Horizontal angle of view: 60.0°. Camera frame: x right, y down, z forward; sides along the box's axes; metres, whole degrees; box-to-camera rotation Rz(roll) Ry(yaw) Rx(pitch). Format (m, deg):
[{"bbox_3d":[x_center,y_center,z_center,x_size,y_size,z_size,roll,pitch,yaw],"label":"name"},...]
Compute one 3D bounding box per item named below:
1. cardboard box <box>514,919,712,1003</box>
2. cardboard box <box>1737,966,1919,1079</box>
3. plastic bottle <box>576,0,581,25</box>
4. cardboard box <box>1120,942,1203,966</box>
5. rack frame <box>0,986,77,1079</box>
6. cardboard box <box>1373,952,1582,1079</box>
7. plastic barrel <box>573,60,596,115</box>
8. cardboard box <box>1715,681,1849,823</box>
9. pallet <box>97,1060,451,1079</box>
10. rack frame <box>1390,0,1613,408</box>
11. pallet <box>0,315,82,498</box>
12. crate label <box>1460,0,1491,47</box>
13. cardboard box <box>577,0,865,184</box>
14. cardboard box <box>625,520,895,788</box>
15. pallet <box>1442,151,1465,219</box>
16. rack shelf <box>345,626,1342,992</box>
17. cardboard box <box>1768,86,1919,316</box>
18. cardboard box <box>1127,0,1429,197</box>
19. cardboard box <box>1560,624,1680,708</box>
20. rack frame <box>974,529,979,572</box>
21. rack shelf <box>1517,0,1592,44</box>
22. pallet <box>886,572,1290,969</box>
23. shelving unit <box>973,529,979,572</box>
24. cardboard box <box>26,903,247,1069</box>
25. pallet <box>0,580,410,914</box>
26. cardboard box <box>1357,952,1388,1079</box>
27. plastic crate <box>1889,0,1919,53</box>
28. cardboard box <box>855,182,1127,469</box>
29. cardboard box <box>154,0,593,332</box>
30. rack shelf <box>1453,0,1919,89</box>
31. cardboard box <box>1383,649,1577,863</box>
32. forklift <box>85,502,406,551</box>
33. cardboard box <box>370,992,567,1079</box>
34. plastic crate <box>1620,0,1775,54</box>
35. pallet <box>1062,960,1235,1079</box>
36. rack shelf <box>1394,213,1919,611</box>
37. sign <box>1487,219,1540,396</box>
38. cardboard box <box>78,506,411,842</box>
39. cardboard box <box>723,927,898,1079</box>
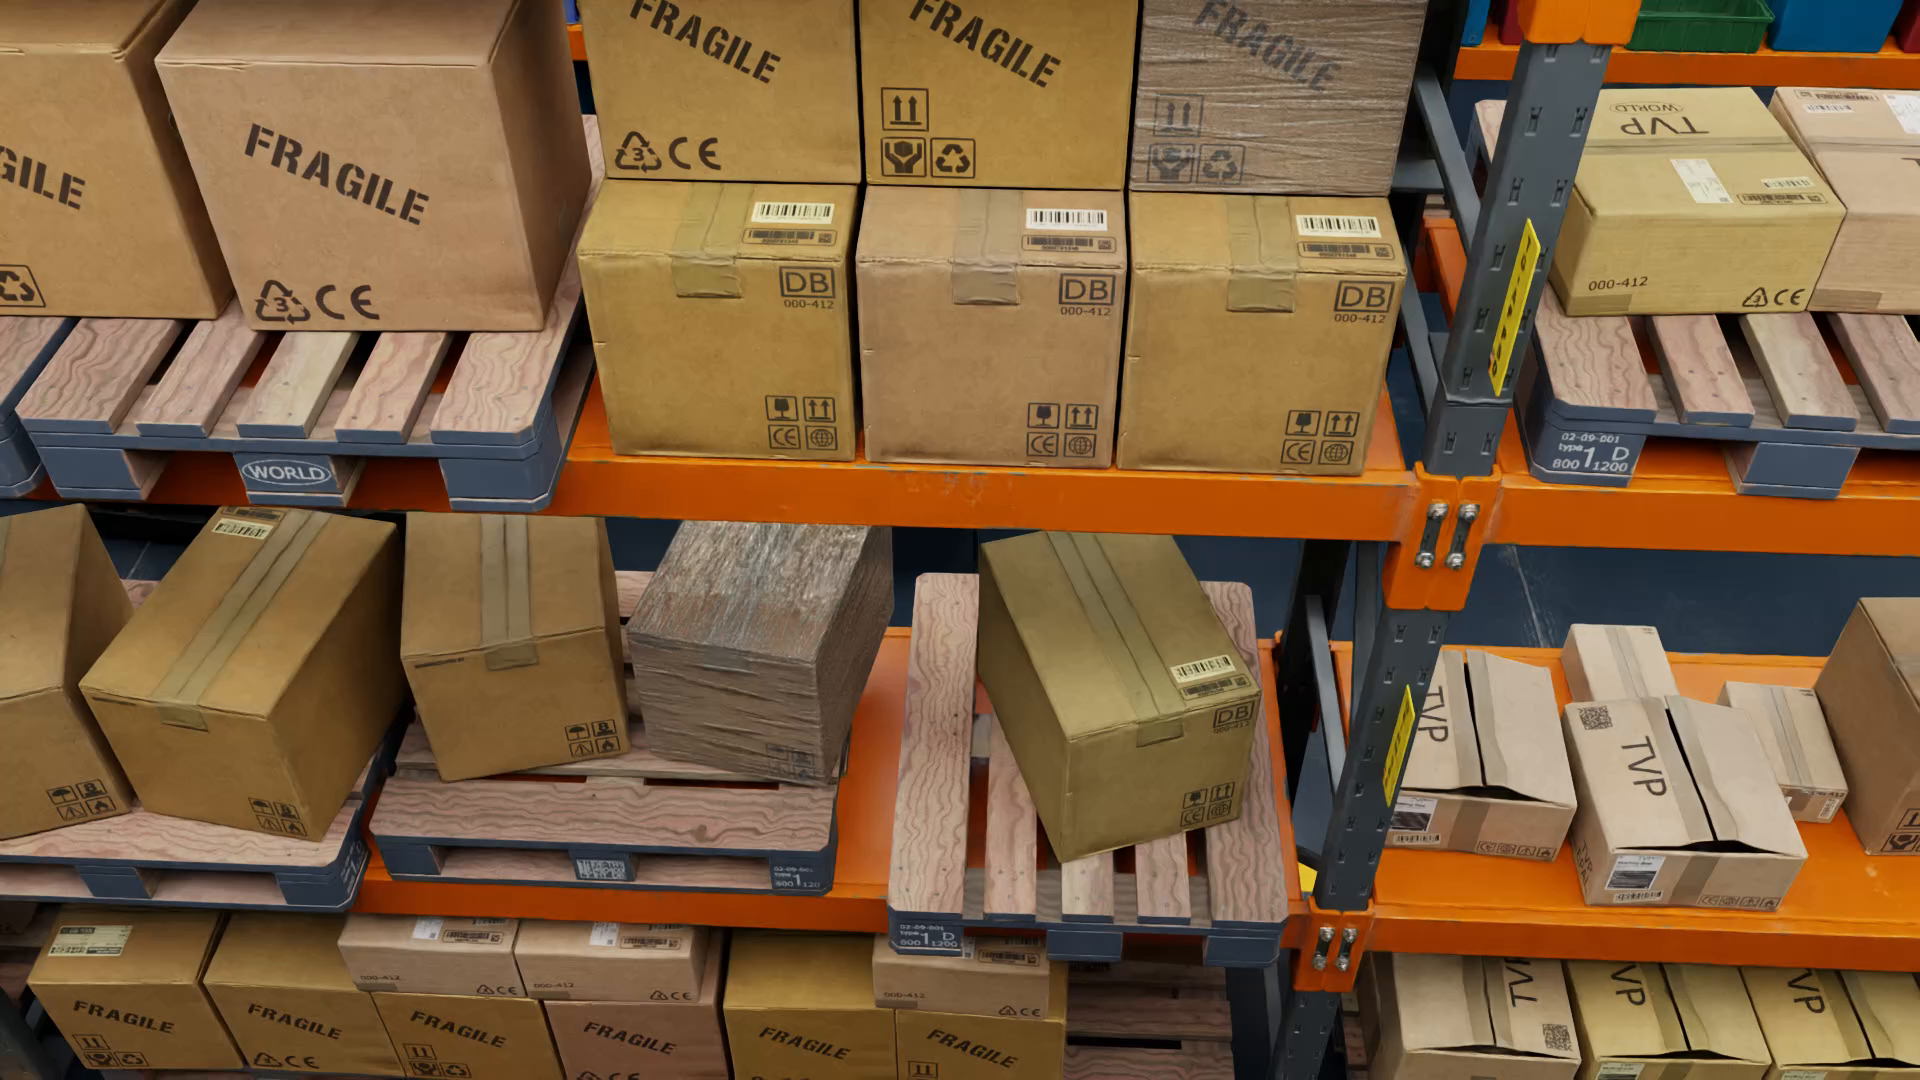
[{"bbox_3d":[-1.000,1.083,4.933,0.500,0.250,0.500,1,43,1],"label":"cardboard box"},{"bbox_3d":[2.568,1.391,4.939,0.500,0.311,0.500,1,43,1],"label":"cardboard box"},{"bbox_3d":[-1.820,-2.641,8.064,0.097,0.271,0.097,0,43,0],"label":"plastic bottle"},{"bbox_3d":[0.582,1.046,5.524,0.500,0.500,0.500,3,43,4],"label":"cardboard box"},{"bbox_3d":[-2.972,0.378,4.729,0.127,3.000,1.000,2,43,2],"label":"rack frame"},{"bbox_3d":[1.534,1.364,4.969,0.500,0.311,0.500,3,43,3],"label":"cardboard box"},{"bbox_3d":[-2.203,-2.353,8.892,0.708,0.901,0.600,2,43,2],"label":"plastic barrel"},{"bbox_3d":[2.300,0.593,4.682,0.250,0.149,0.380,5,43,5],"label":"cardboard box"},{"bbox_3d":[-2.158,1.397,5.681,1.213,0.211,1.003,2,43,2],"label":"pallet"},{"bbox_3d":[1.024,-1.695,2.553,0.127,3.000,1.000,2,43,2],"label":"rack frame"},{"bbox_3d":[-2.324,-0.583,3.698,1.003,0.211,1.213,2,43,2],"label":"pallet"},{"bbox_3d":[2.231,-2.671,7.976,0.616,0.435,0.502,2,43,2],"label":"crate label"},{"bbox_3d":[-0.431,-1.049,3.253,0.500,0.500,0.500,2,43,2],"label":"cardboard box"},{"bbox_3d":[-0.516,0.210,4.528,0.500,0.500,0.700,9,44,10],"label":"cardboard box"},{"bbox_3d":[3.238,-1.763,9.072,1.213,0.211,1.003,2,43,2],"label":"pallet"},{"bbox_3d":[-0.974,0.702,4.909,4.000,0.370,1.077,2,43,2],"label":"rack shelf"},{"bbox_3d":[2.004,-0.716,3.505,0.500,0.250,0.500,3,43,3],"label":"cardboard box"},{"bbox_3d":[0.588,-1.017,3.219,0.500,0.500,0.500,2,43,2],"label":"cardboard box"},{"bbox_3d":[1.935,0.432,4.856,0.250,0.149,0.380,2,43,2],"label":"cardboard box"},{"bbox_3d":[0.078,-0.766,6.617,0.015,2.100,0.400,2,43,2],"label":"rack frame"},{"bbox_3d":[-0.974,-1.346,3.000,4.000,0.370,1.077,2,43,2],"label":"rack shelf"},{"bbox_3d":[0.343,0.598,4.634,1.003,0.211,1.213,2,43,2],"label":"pallet"},{"bbox_3d":[-0.165,-0.773,6.625,0.503,2.100,0.431,2,43,2],"label":"shelving unit"},{"bbox_3d":[-2.500,1.312,5.237,0.500,0.500,0.500,0,43,0],"label":"cardboard box"},{"bbox_3d":[-2.179,0.547,4.689,1.213,0.211,1.003,2,43,2],"label":"pallet"},{"bbox_3d":[1.534,1.569,5.160,0.500,0.250,0.500,2,43,2],"label":"cardboard box"},{"bbox_3d":[4.749,-2.579,7.857,0.583,0.464,0.402,2,43,2],"label":"plastic crate"},{"bbox_3d":[0.077,-0.640,3.548,0.500,0.500,0.910,2,43,2],"label":"cardboard box"},{"bbox_3d":[-1.140,-0.842,3.383,0.600,0.600,0.600,0,43,0],"label":"cardboard box"},{"bbox_3d":[3.249,-2.548,8.397,4.000,0.370,1.077,2,43,2],"label":"rack shelf"},{"bbox_3d":[1.385,0.574,4.584,0.500,0.311,0.500,4,43,5],"label":"cardboard box"},{"bbox_3d":[-3.436,-1.430,6.720,3.031,2.935,1.130,6,43,6],"label":"forklift"},{"bbox_3d":[-1.468,1.341,5.206,0.500,0.500,0.500,2,43,2],"label":"cardboard box"},{"bbox_3d":[3.494,-2.533,8.010,0.662,0.188,0.450,2,43,2],"label":"plastic crate"},{"bbox_3d":[0.280,1.472,5.600,1.213,0.211,1.003,2,43,2],"label":"pallet"},{"bbox_3d":[3.022,-0.272,3.754,4.000,0.370,1.077,2,43,2],"label":"rack shelf"},{"bbox_3d":[0.997,-0.417,3.002,0.005,0.325,0.100,2,43,2],"label":"sign"},{"bbox_3d":[-1.819,0.332,4.397,0.500,0.500,0.700,8,44,9],"label":"cardboard box"},{"bbox_3d":[-0.438,1.369,5.176,0.500,0.500,0.500,0,43,0],"label":"cardboard box"}]
